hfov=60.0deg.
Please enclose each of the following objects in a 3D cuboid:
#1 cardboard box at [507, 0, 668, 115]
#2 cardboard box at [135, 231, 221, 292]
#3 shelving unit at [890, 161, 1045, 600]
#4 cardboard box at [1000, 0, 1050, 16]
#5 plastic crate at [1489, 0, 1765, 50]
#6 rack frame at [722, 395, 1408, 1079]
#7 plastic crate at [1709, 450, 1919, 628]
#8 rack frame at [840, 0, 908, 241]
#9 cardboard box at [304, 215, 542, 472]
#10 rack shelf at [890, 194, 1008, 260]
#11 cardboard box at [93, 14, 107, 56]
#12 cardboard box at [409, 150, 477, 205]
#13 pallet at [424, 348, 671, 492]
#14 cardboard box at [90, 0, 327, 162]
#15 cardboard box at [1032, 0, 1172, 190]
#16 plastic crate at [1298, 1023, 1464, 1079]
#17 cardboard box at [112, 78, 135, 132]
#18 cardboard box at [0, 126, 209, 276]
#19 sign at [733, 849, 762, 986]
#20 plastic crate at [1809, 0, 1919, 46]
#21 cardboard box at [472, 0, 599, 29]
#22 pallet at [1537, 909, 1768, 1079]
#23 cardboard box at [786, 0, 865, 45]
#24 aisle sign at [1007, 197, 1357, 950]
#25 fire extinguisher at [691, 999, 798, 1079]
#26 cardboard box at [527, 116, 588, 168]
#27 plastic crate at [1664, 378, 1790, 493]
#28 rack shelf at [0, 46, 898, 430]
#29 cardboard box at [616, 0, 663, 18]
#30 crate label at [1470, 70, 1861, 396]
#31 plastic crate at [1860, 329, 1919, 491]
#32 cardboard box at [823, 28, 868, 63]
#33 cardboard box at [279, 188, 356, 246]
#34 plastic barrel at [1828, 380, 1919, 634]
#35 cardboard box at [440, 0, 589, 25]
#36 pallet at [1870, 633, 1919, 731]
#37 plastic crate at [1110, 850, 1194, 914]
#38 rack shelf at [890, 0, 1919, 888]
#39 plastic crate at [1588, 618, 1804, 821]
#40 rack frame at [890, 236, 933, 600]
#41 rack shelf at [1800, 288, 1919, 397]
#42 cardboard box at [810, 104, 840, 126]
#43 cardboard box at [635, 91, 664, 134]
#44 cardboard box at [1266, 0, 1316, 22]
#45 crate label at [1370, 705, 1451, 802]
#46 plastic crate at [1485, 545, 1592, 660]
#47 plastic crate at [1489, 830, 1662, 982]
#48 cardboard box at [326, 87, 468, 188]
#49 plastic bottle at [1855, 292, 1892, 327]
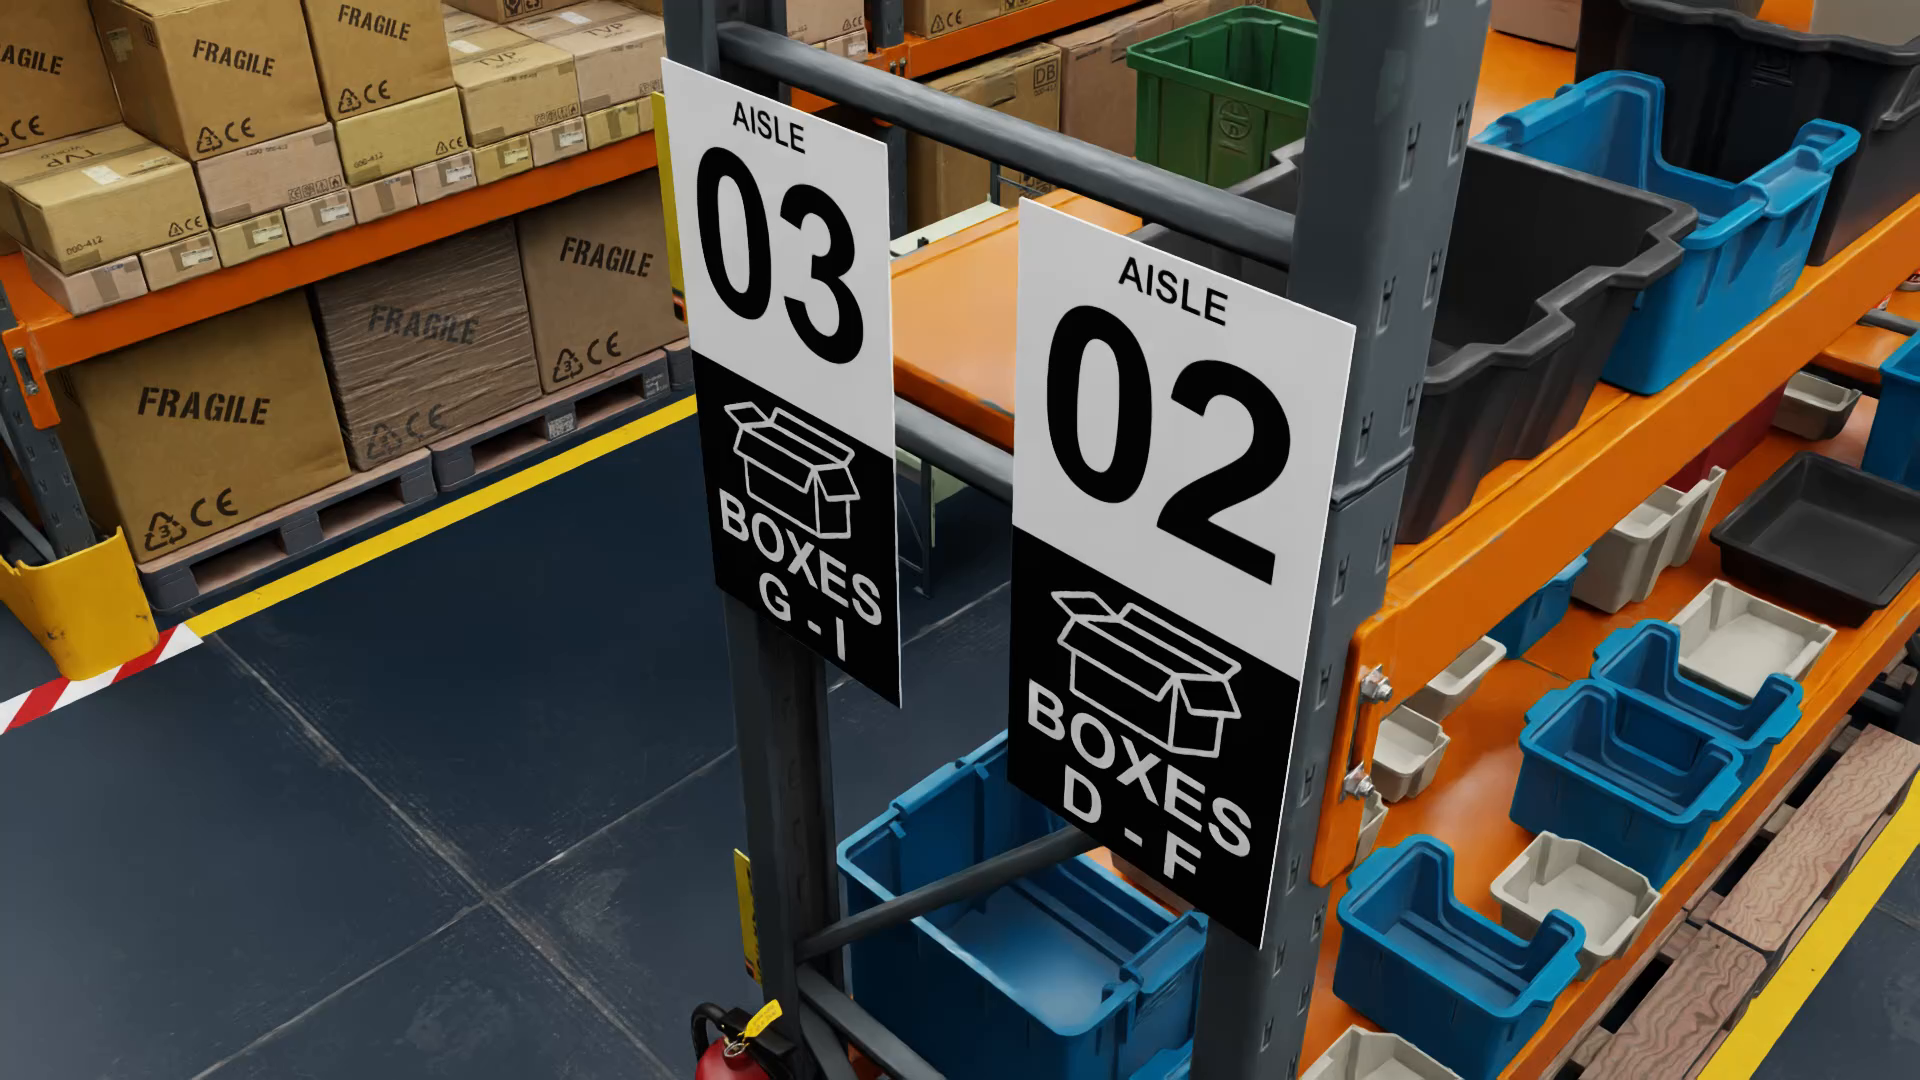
[{"bbox_3d":[-1.504,-1.999,6.866,0.500,0.250,0.500,-29,44,-35],"label":"cardboard box"},{"bbox_3d":[-2.811,-1.031,5.826,0.380,0.149,0.250,29,44,35],"label":"cardboard box"},{"bbox_3d":[0.005,-0.618,6.325,0.431,1.500,0.755,30,45,35],"label":"shelving unit"},{"bbox_3d":[0.199,-2.974,8.304,0.500,0.500,0.500,30,45,35],"label":"cardboard box"},{"bbox_3d":[1.320,-1.083,3.289,0.437,0.136,0.530,30,45,35],"label":"plastic crate"},{"bbox_3d":[0.040,0.978,2.726,1.000,3.000,0.127,30,45,35],"label":"rack frame"},{"bbox_3d":[2.260,0.005,4.309,0.437,0.125,0.590,30,45,35],"label":"plastic crate"},{"bbox_3d":[-0.656,-2.642,7.916,1.000,3.000,0.127,30,45,35],"label":"rack frame"},{"bbox_3d":[-2.439,-0.981,7.024,0.875,0.875,0.875,30,45,35],"label":"cardboard box"},{"bbox_3d":[0.005,-0.938,6.102,0.431,0.370,0.720,30,45,35],"label":"rack shelf"},{"bbox_3d":[-5.291,-3.064,10.126,0.380,0.149,0.250,30,45,35],"label":"cardboard box"},{"bbox_3d":[-2.086,-1.449,6.426,0.380,0.149,0.250,29,44,35],"label":"cardboard box"},{"bbox_3d":[-2.107,-0.724,7.603,1.003,0.211,1.213,30,45,35],"label":"pallet"},{"bbox_3d":[-2.593,-1.675,5.746,0.500,0.500,0.500,28,44,34],"label":"cardboard box"},{"bbox_3d":[0.409,-2.574,9.309,1.225,0.875,0.875,28,44,34],"label":"cardboard box"},{"bbox_3d":[0.732,0.997,2.876,0.250,0.136,0.298,30,45,35],"label":"plastic crate"},{"bbox_3d":[-2.964,-1.588,6.276,0.500,0.250,0.500,29,44,35],"label":"cardboard box"},{"bbox_3d":[-2.945,-1.165,5.669,0.500,0.250,0.500,28,44,34],"label":"cardboard box"},{"bbox_3d":[-0.362,0.696,2.988,0.100,0.325,0.005,30,45,35],"label":"sign"},{"bbox_3d":[1.821,-0.979,3.013,0.437,0.282,0.530,30,45,35],"label":"plastic crate"},{"bbox_3d":[-1.888,-2.205,7.161,0.500,0.250,0.500,-29,44,-35],"label":"cardboard box"},{"bbox_3d":[1.508,1.310,4.688,1.003,0.211,1.213,30,45,35],"label":"pallet"},{"bbox_3d":[-0.781,-2.418,7.465,0.500,0.250,0.500,29,44,35],"label":"cardboard box"},{"bbox_3d":[0.200,0.060,1.769,0.394,0.787,0.004,30,45,35],"label":"aisle sign"},{"bbox_3d":[-0.389,1.041,3.029,0.296,0.674,0.183,30,45,35],"label":"fire extinguisher"},{"bbox_3d":[-1.724,-1.659,6.726,0.250,0.149,0.380,-29,44,-35],"label":"cardboard box"},{"bbox_3d":[2.051,-0.435,4.644,0.402,0.464,0.583,30,45,35],"label":"plastic crate"},{"bbox_3d":[-2.066,-1.535,6.958,1.077,0.370,4.000,30,45,35],"label":"rack shelf"},{"bbox_3d":[-1.147,-2.514,6.948,0.500,0.500,0.500,-29,44,-35],"label":"cardboard box"},{"bbox_3d":[0.919,-0.436,2.260,0.408,0.251,0.502,30,45,35],"label":"crate label"},{"bbox_3d":[2.771,-0.337,4.573,0.392,0.384,0.575,30,45,35],"label":"plastic crate"},{"bbox_3d":[-0.639,-2.283,7.621,0.250,0.149,0.380,-30,45,-35],"label":"cardboard box"},{"bbox_3d":[-2.448,-1.242,6.128,0.380,0.149,0.250,29,44,35],"label":"cardboard box"},{"bbox_3d":[3.254,-0.171,5.841,0.600,0.901,0.708,30,45,35],"label":"plastic barrel"},{"bbox_3d":[-1.891,-2.509,6.941,0.500,0.500,0.500,28,44,34],"label":"cardboard box"},{"bbox_3d":[3.432,0.201,6.277,1.003,0.211,1.213,30,45,35],"label":"pallet"},{"bbox_3d":[0.486,0.657,3.363,0.396,0.136,0.243,30,45,35],"label":"plastic crate"},{"bbox_3d":[1.449,-0.769,3.238,1.077,0.370,4.000,30,45,35],"label":"rack shelf"},{"bbox_3d":[1.587,0.398,3.651,0.416,0.233,0.300,30,45,35],"label":"plastic crate"},{"bbox_3d":[-0.253,-0.469,6.112,0.400,1.500,0.023,30,45,35],"label":"rack frame"},{"bbox_3d":[4.267,-1.163,6.424,1.077,0.370,4.000,30,45,35],"label":"rack shelf"},{"bbox_3d":[-1.178,-1.707,8.066,0.875,0.875,0.875,30,45,35],"label":"cardboard box"},{"bbox_3d":[-1.364,-1.865,7.022,0.250,0.149,0.380,-29,44,-35],"label":"cardboard box"},{"bbox_3d":[1.661,-3.295,10.343,1.225,0.875,0.875,27,43,33],"label":"cardboard box"},{"bbox_3d":[0.880,0.423,3.700,0.396,0.136,0.243,30,45,35],"label":"crate label"},{"bbox_3d":[1.305,0.085,4.100,0.416,0.233,0.300,30,45,35],"label":"plastic crate"},{"bbox_3d":[1.210,0.722,3.271,0.250,0.136,0.298,30,45,35],"label":"plastic crate"},{"bbox_3d":[-2.227,-1.581,6.266,0.500,0.250,0.500,28,44,34],"label":"cardboard box"},{"bbox_3d":[3.008,-0.812,5.466,0.097,0.201,0.097,0,35,0],"label":"plastic bottle"}]
